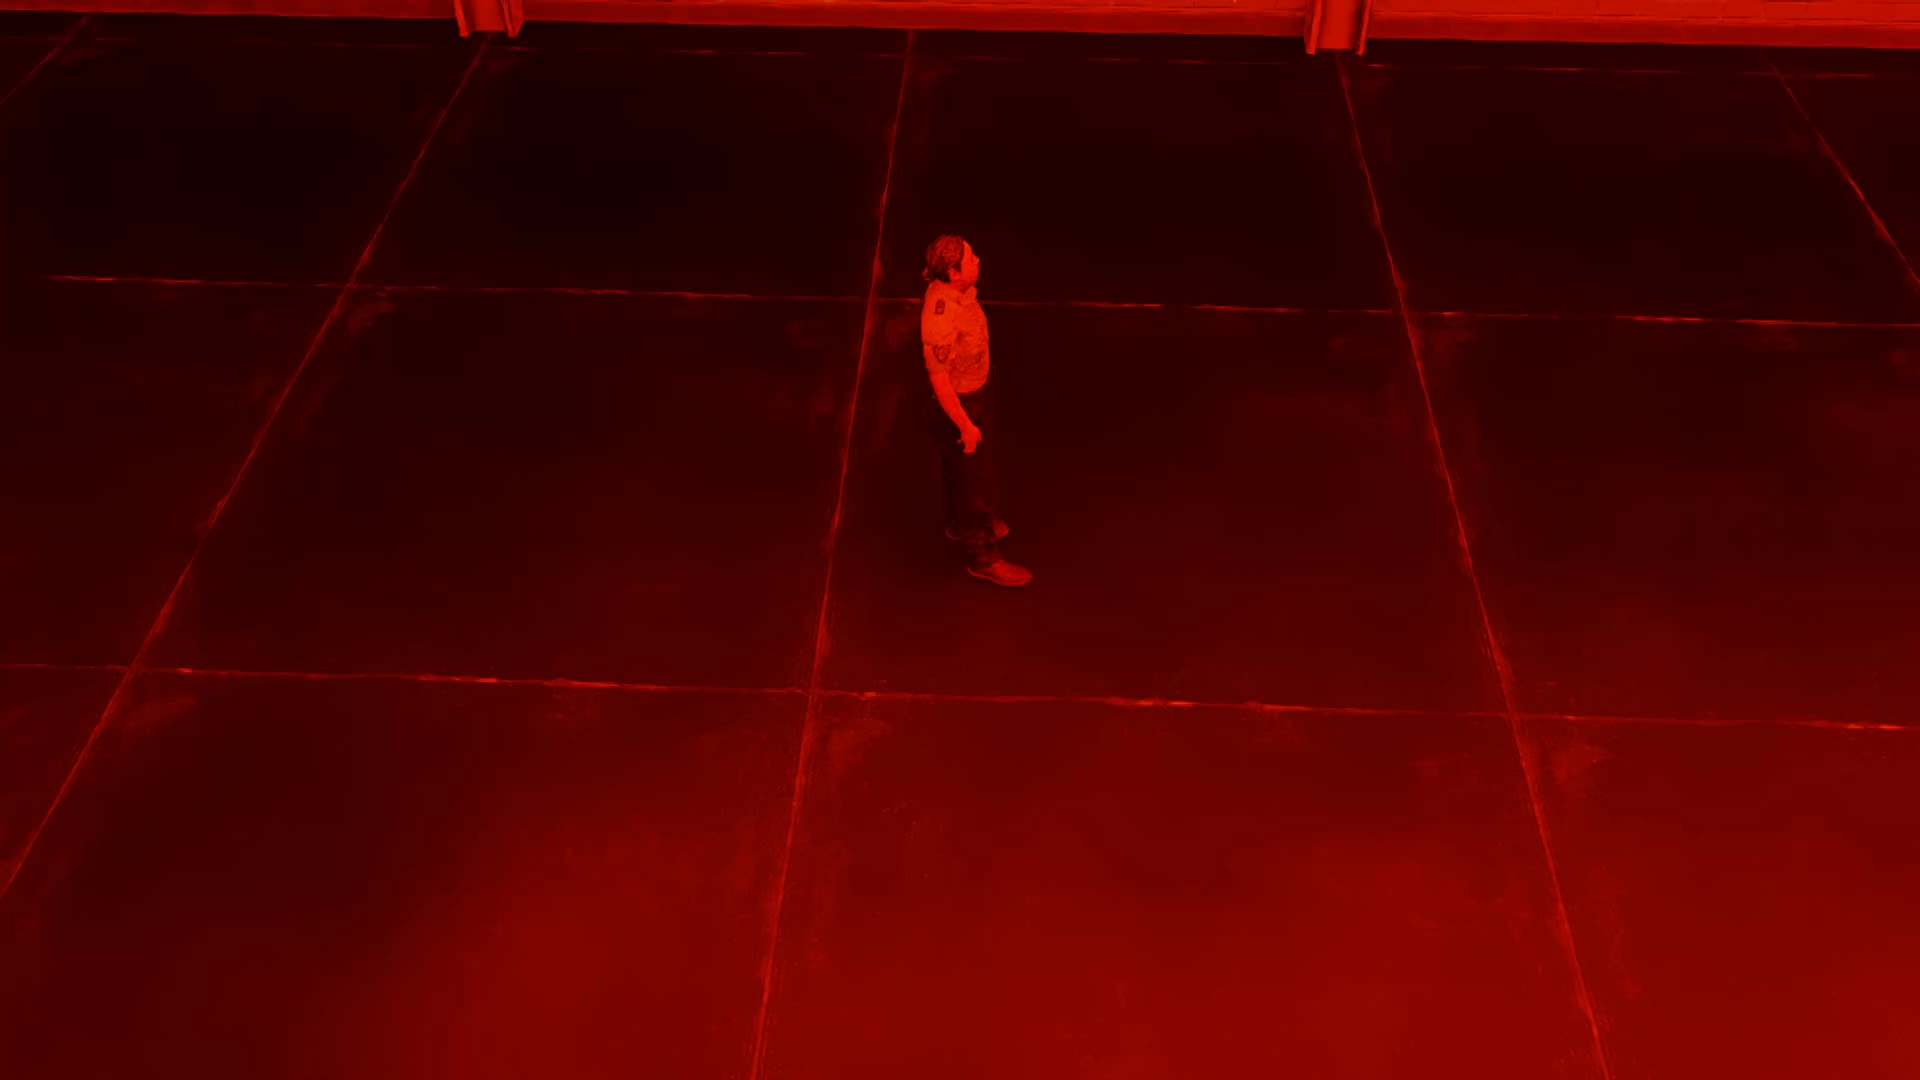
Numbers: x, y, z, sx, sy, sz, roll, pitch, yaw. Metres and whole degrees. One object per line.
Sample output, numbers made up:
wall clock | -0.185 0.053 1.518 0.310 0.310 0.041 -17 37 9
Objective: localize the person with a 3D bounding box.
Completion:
person | 0.089 -0.592 7.340 0.501 1.640 0.599 2 42 2
